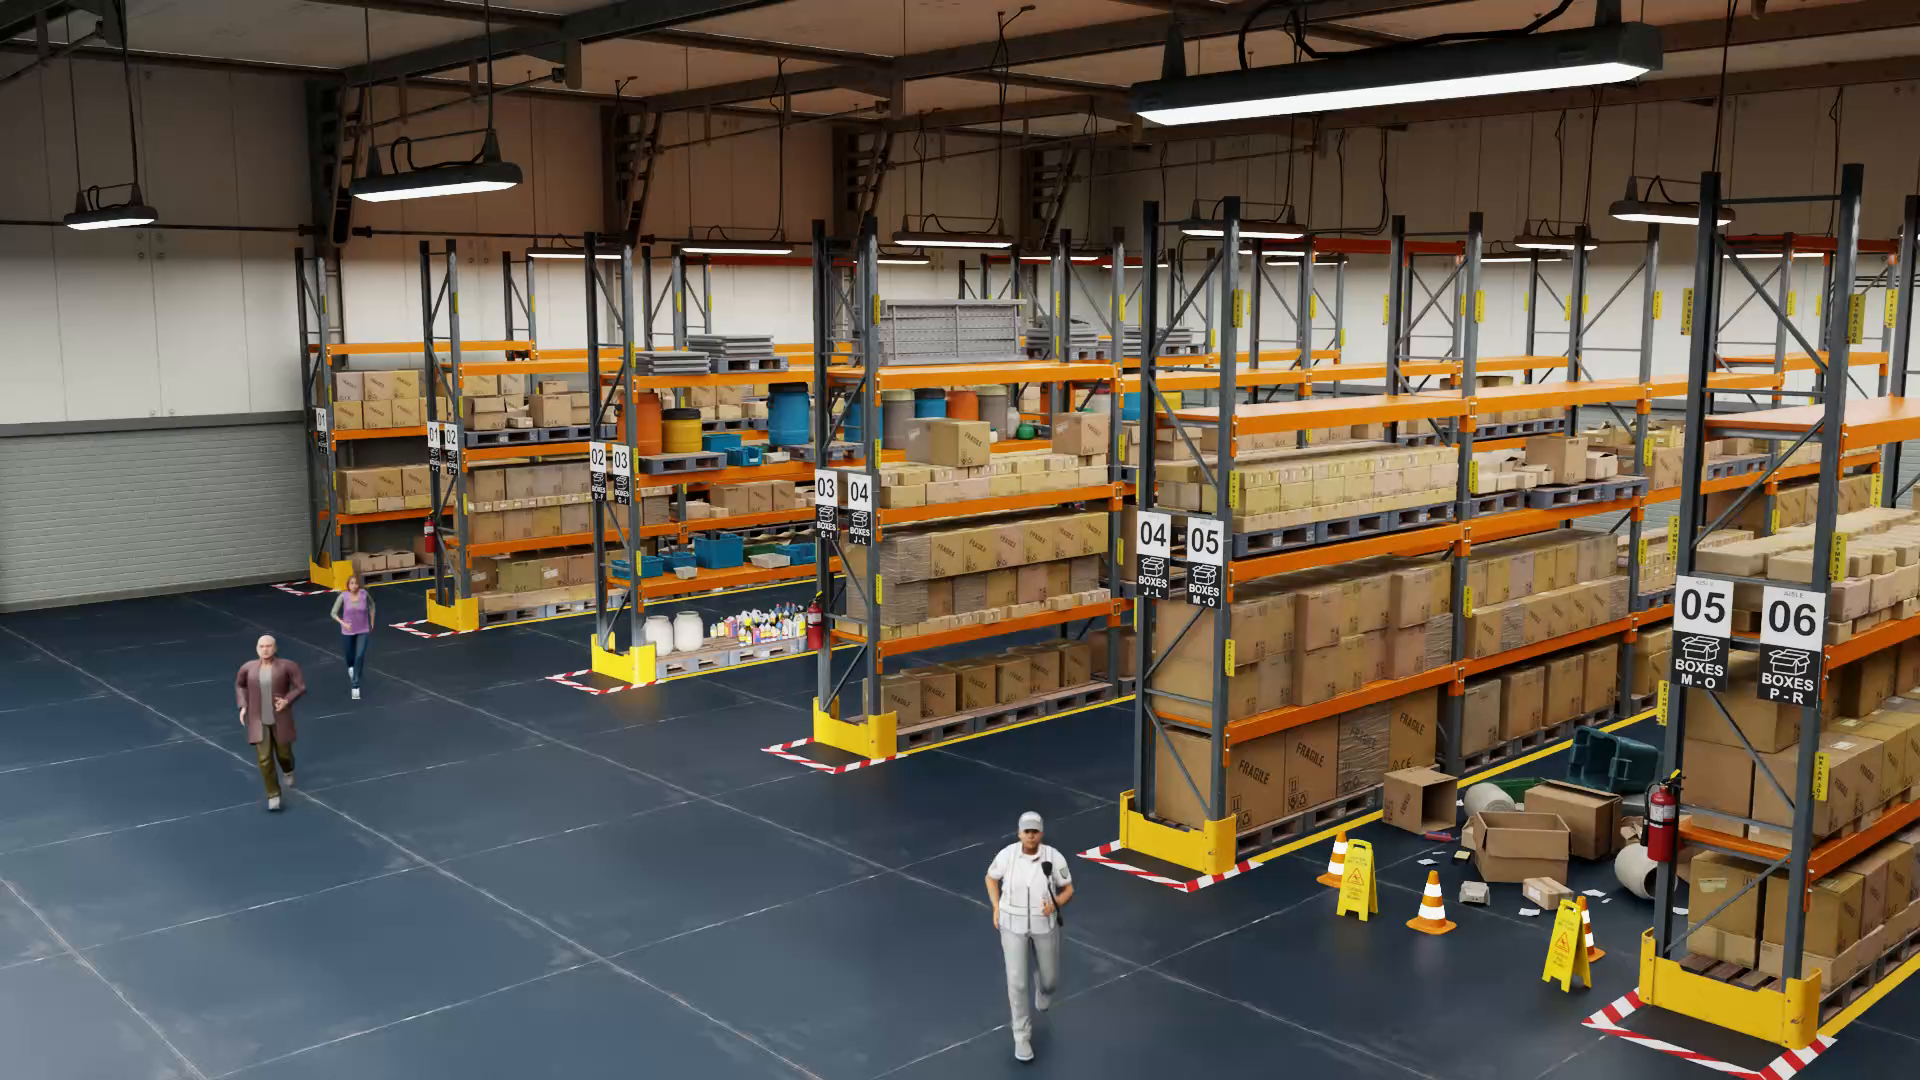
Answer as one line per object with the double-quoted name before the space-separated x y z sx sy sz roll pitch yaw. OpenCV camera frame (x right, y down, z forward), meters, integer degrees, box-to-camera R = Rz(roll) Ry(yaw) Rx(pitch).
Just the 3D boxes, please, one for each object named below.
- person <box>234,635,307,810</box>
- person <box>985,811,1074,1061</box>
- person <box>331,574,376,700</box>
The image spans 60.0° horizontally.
"person" -7.031 1.823 16.981 0.709 1.742 0.799 -2 9 -13
"person" 0.481 2.680 11.554 0.620 1.634 0.823 0 8 1
"person" -7.901 1.227 21.707 0.565 1.574 0.869 -4 9 -25
